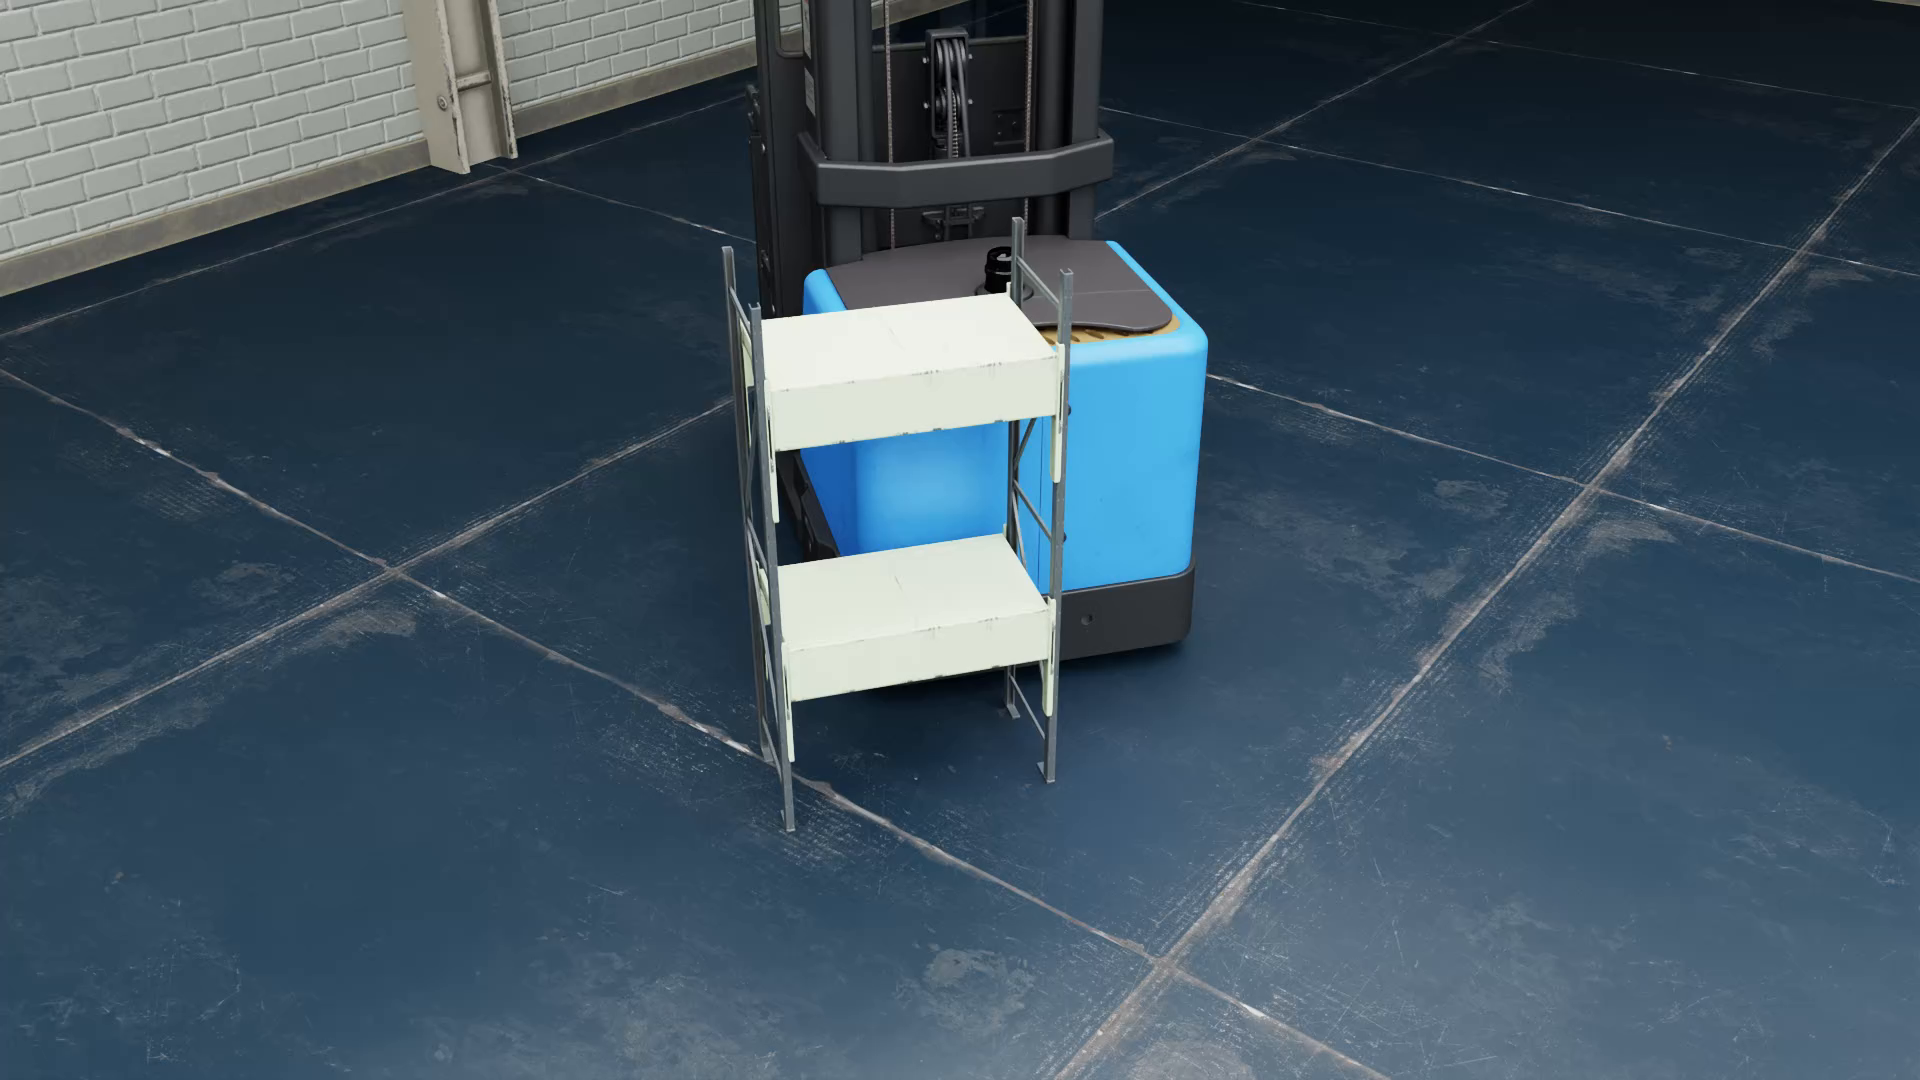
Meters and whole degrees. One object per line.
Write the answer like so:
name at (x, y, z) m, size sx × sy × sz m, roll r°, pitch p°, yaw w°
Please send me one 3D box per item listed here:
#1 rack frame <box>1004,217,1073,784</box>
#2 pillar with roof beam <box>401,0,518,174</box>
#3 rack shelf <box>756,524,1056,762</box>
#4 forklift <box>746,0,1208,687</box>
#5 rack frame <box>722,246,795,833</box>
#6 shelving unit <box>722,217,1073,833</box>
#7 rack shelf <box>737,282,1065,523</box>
rack frame at (0.196, -0.068, 4.393) m, size 0.023 × 1.500 × 0.400 m, roll -8°, pitch 32°, yaw -14°
pillar with roof beam at (0.695, -4.684, 4.828) m, size 9.100 × 9.000 × 0.400 m, roll 21°, pitch 37°, yaw 31°
rack shelf at (-0.155, 0.265, 4.471) m, size 0.720 × 0.370 × 0.431 m, roll -8°, pitch 32°, yaw -14°
forklift at (-0.164, -1.571, 5.526) m, size 1.130 × 2.935 × 3.031 m, roll -8°, pitch 32°, yaw -13°
rack frame at (-0.506, 0.037, 4.216) m, size 0.023 × 1.500 × 0.400 m, roll -8°, pitch 32°, yaw -14°
shelving unit at (-0.155, -0.015, 4.305) m, size 0.755 × 1.500 × 0.431 m, roll -8°, pitch 32°, yaw -14°
rack shelf at (-0.155, -0.351, 4.106) m, size 0.720 × 0.370 × 0.431 m, roll -8°, pitch 32°, yaw -14°
